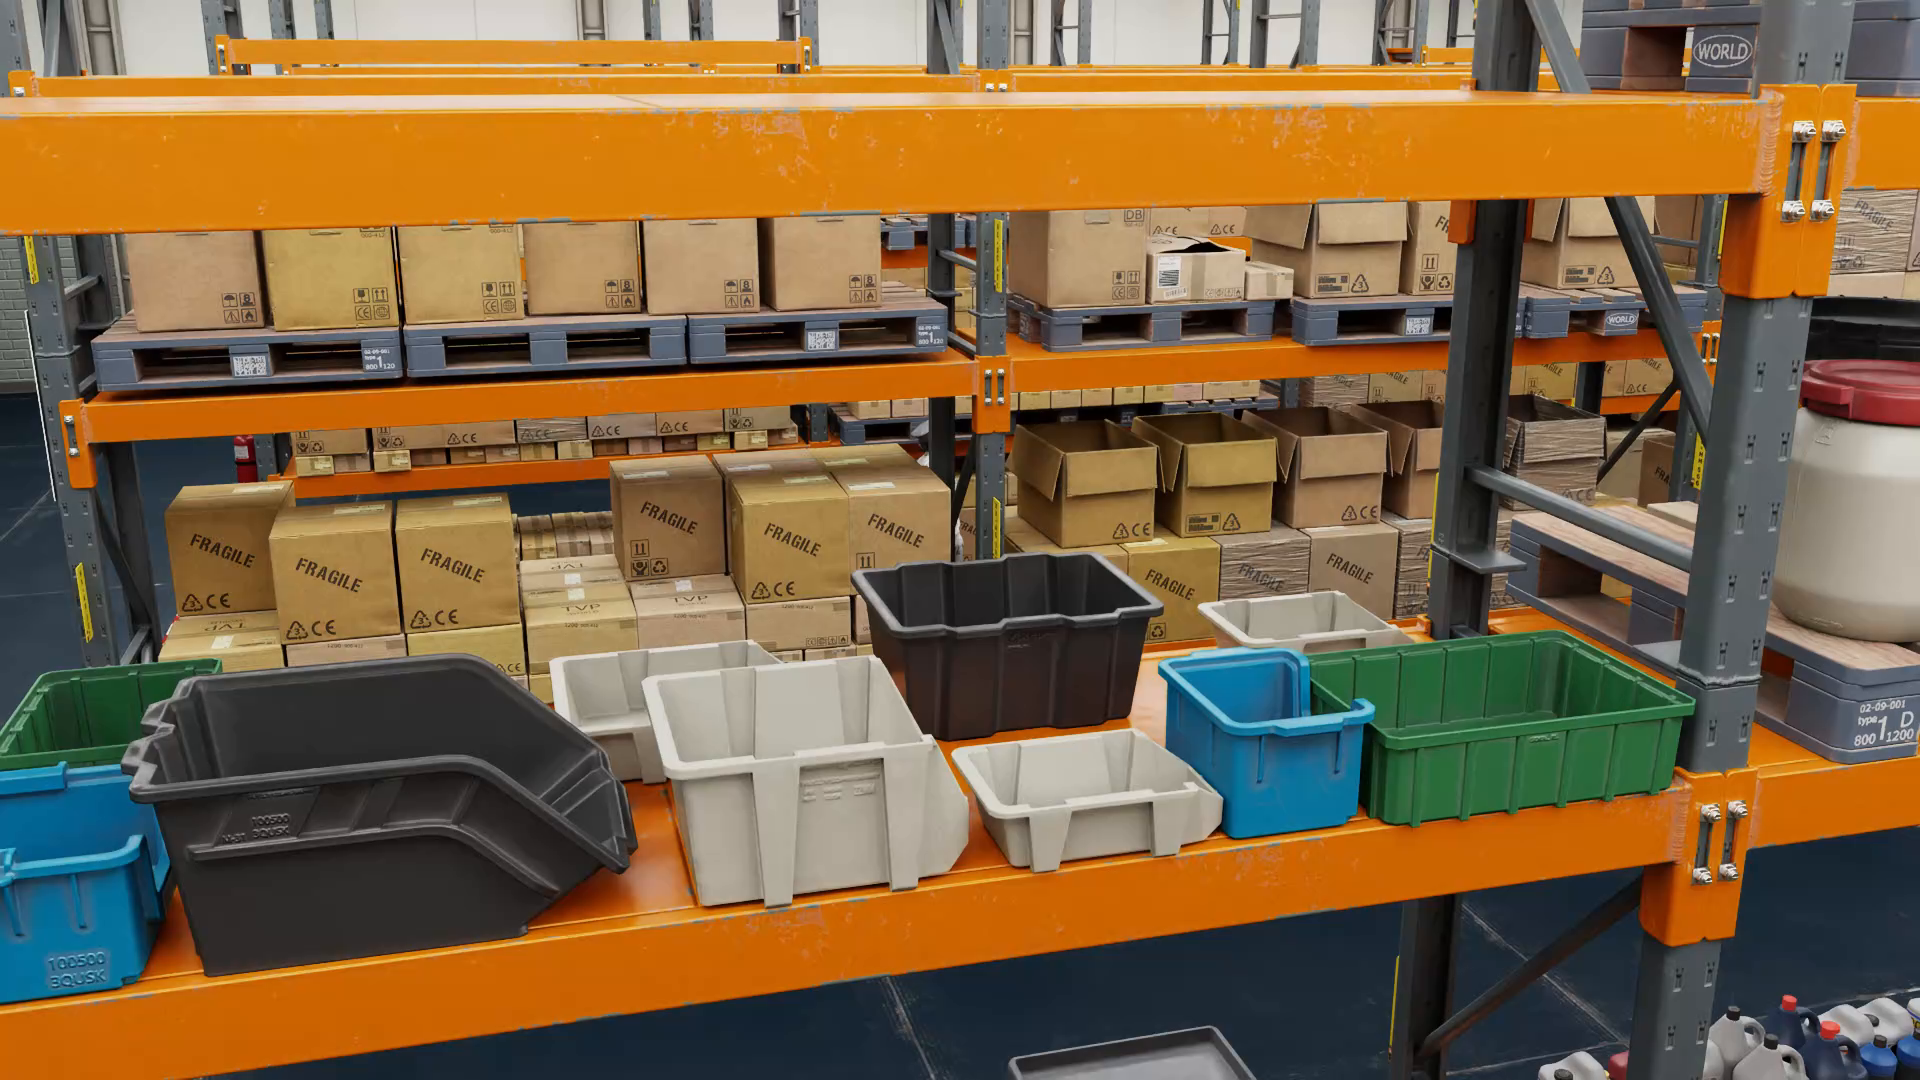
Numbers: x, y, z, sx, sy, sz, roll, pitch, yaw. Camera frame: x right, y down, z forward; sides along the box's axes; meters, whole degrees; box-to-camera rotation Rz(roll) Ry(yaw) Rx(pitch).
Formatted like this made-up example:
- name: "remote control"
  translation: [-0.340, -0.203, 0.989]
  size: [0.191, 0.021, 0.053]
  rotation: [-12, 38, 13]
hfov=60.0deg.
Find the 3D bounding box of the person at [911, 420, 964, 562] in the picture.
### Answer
- name: "person"
  translation: [-0.077, -0.071, 12.184]
  size: [0.531, 1.695, 0.587]
  rotation: [-5, 17, -15]
